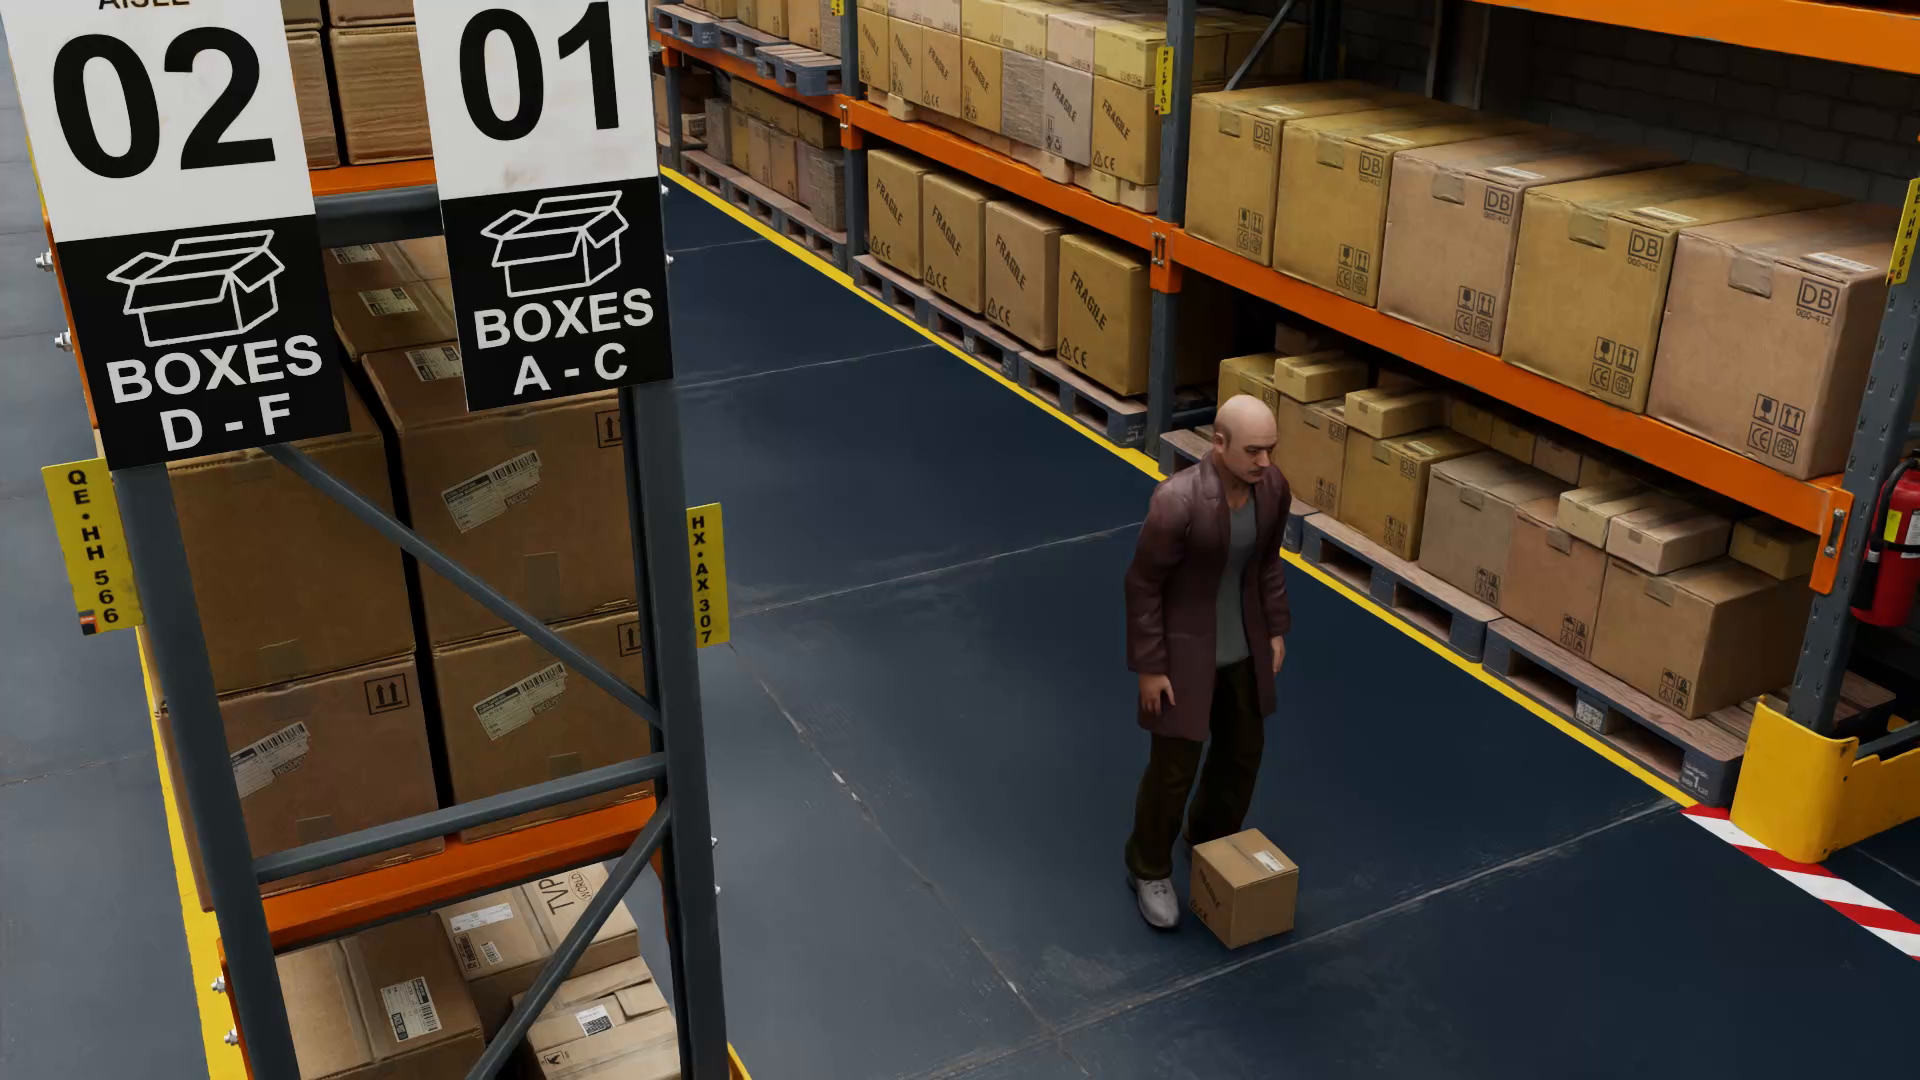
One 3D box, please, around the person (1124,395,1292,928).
[{"bbox_3d":[0.810,0.364,5.354,0.638,1.772,0.428,-14,29,-27],"label":"person"}]
